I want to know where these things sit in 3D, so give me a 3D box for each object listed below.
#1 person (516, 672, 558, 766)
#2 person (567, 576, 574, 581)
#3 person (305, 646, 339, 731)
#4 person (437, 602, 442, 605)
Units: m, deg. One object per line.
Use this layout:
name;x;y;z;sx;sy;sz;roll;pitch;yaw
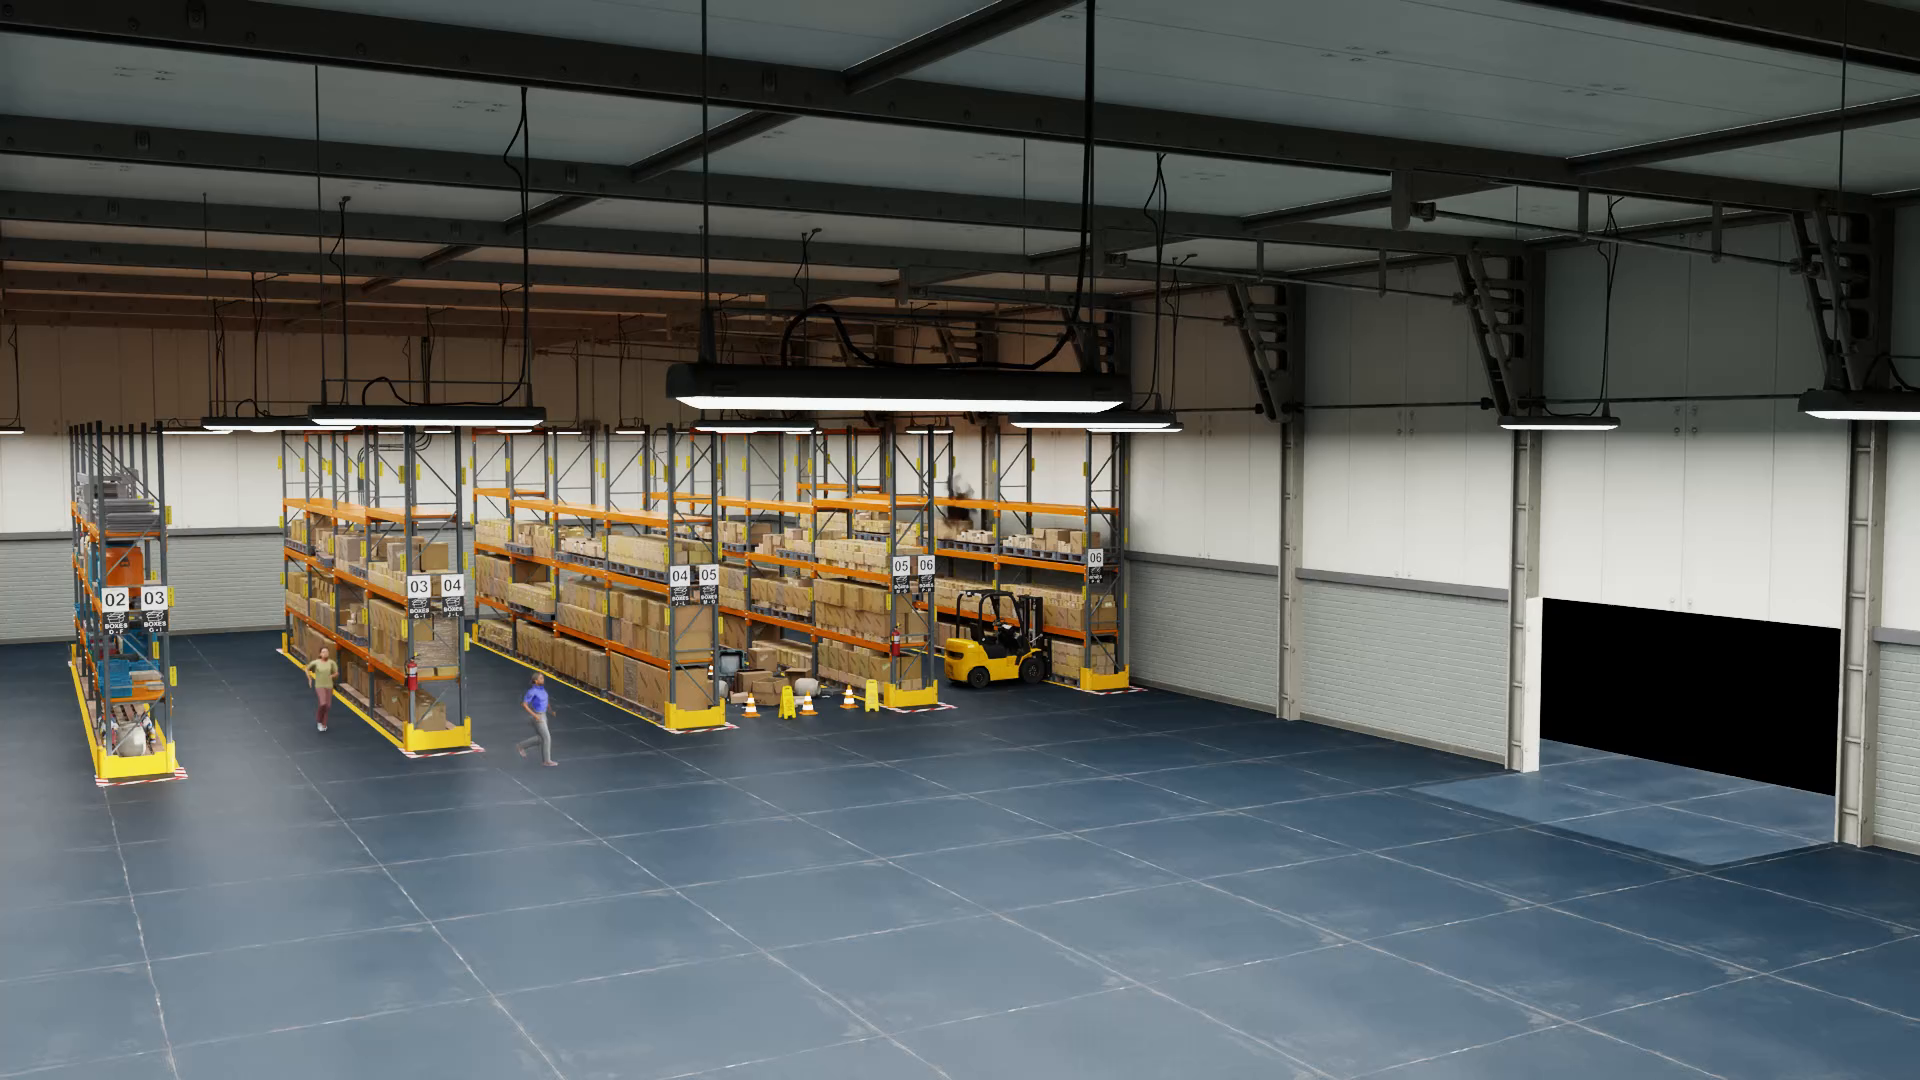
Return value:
person;-7.388;3.116;28.986;0.776;1.630;0.608;1;4;10
person;-11.240;1.874;49.521;0.938;1.644;0.704;-1;4;-22
person;-12.364;2.882;32.342;0.565;1.639;0.599;-3;4;-38
person;-14.440;2.042;46.797;0.680;1.592;0.516;1;4;19
